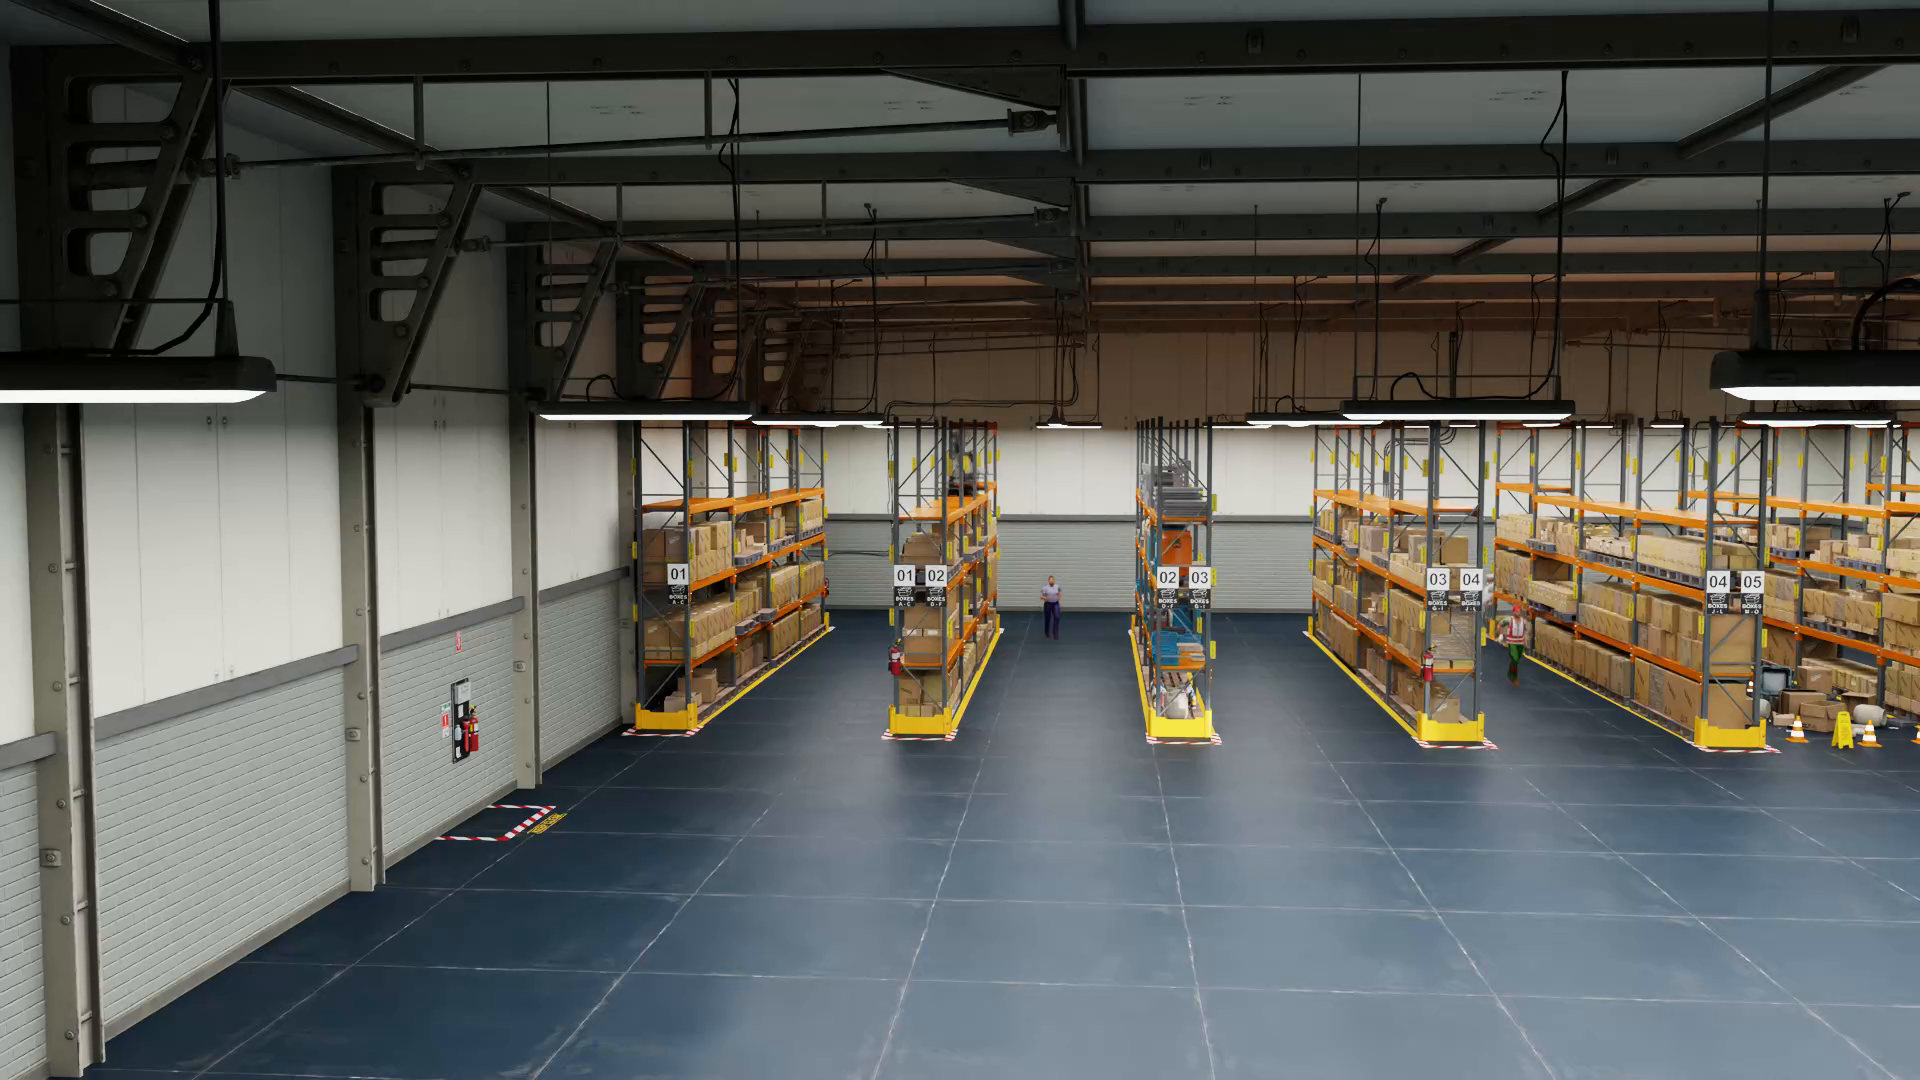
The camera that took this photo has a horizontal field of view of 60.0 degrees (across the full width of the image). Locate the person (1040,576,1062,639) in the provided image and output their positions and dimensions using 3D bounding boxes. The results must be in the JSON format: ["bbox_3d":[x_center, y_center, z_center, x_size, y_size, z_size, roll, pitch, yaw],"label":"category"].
[{"bbox_3d":[2.421,1.788,44.170,0.586,1.677,0.894,0,4,-7],"label":"person"}]

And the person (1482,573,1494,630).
[{"bbox_3d":[15.006,1.790,47.207,0.569,1.732,0.711,-1,4,-13],"label":"person"}]

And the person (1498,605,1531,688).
[{"bbox_3d":[12.515,2.376,37.490,0.643,1.844,0.876,0,4,-7],"label":"person"}]

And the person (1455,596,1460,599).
[{"bbox_3d":[13.416,1.992,44.451,0.566,1.645,0.621,0,4,2],"label":"person"}]
